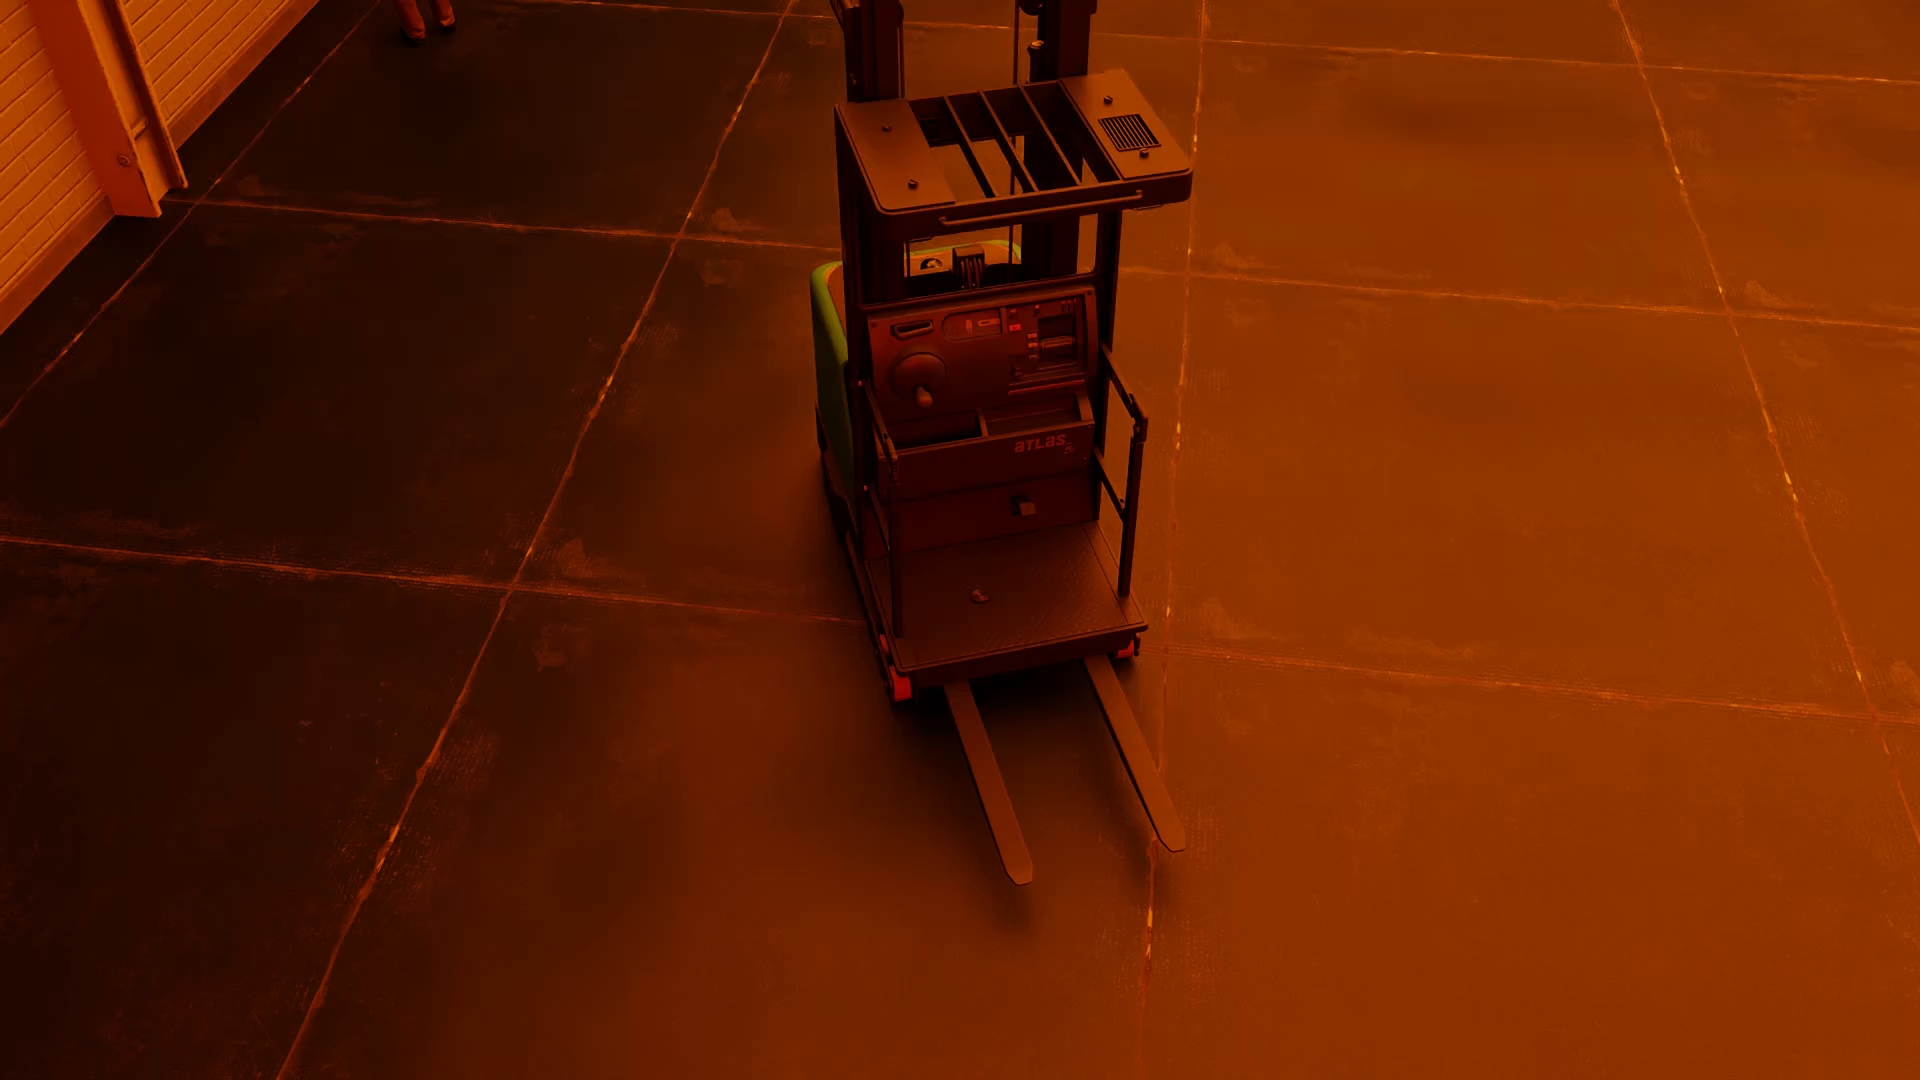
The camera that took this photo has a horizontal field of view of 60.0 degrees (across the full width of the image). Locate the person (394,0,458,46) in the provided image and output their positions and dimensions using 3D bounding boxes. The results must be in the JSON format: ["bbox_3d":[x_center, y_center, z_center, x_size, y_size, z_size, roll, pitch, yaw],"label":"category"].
[{"bbox_3d":[-3.815,-4.176,11.154,0.631,1.720,0.568,-18,46,-19],"label":"person"}]

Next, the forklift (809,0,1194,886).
[{"bbox_3d":[0.153,-0.681,6.465,1.130,2.935,3.031,-10,44,-11],"label":"forklift"}]
